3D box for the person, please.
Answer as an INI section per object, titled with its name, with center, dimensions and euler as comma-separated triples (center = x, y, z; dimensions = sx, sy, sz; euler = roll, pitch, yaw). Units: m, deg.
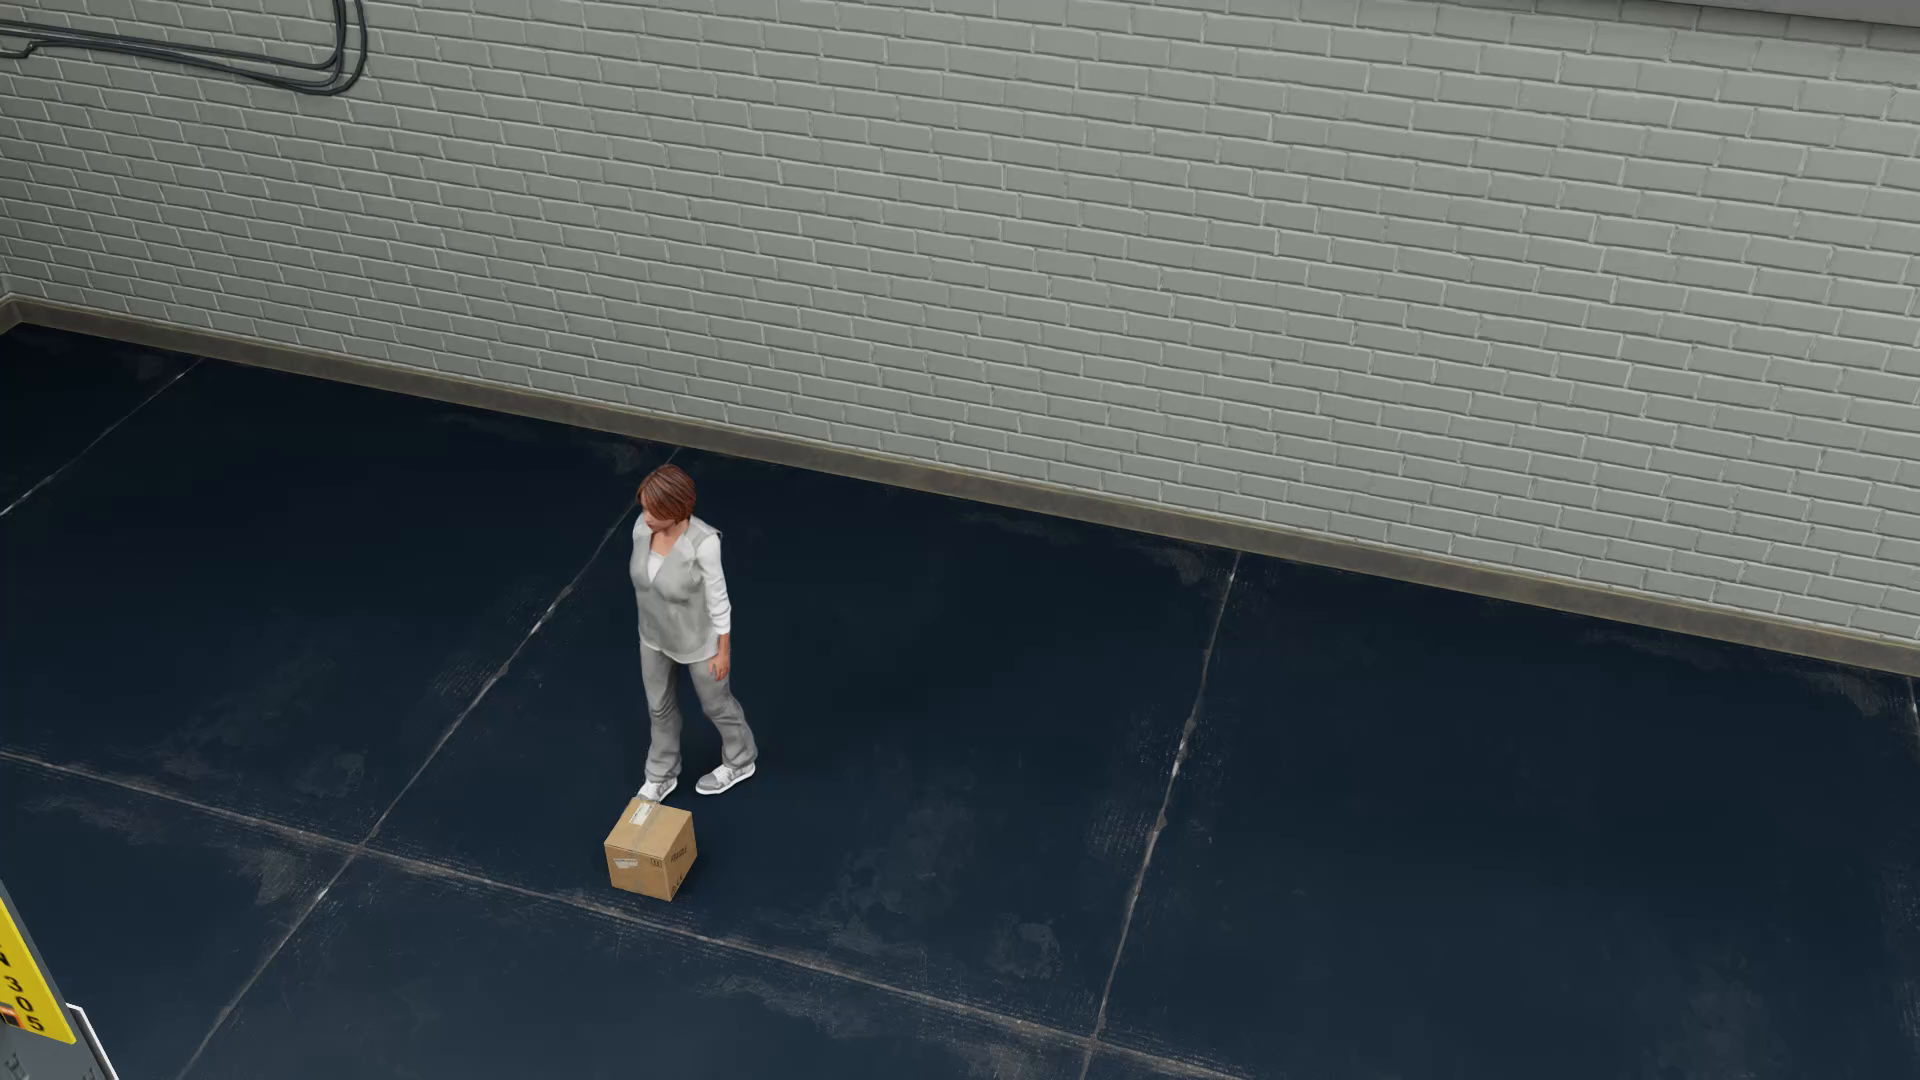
[person]
center = -1.086, 0.406, 6.360
dimensions = 0.426, 1.596, 0.526
euler = 20, 42, 24
